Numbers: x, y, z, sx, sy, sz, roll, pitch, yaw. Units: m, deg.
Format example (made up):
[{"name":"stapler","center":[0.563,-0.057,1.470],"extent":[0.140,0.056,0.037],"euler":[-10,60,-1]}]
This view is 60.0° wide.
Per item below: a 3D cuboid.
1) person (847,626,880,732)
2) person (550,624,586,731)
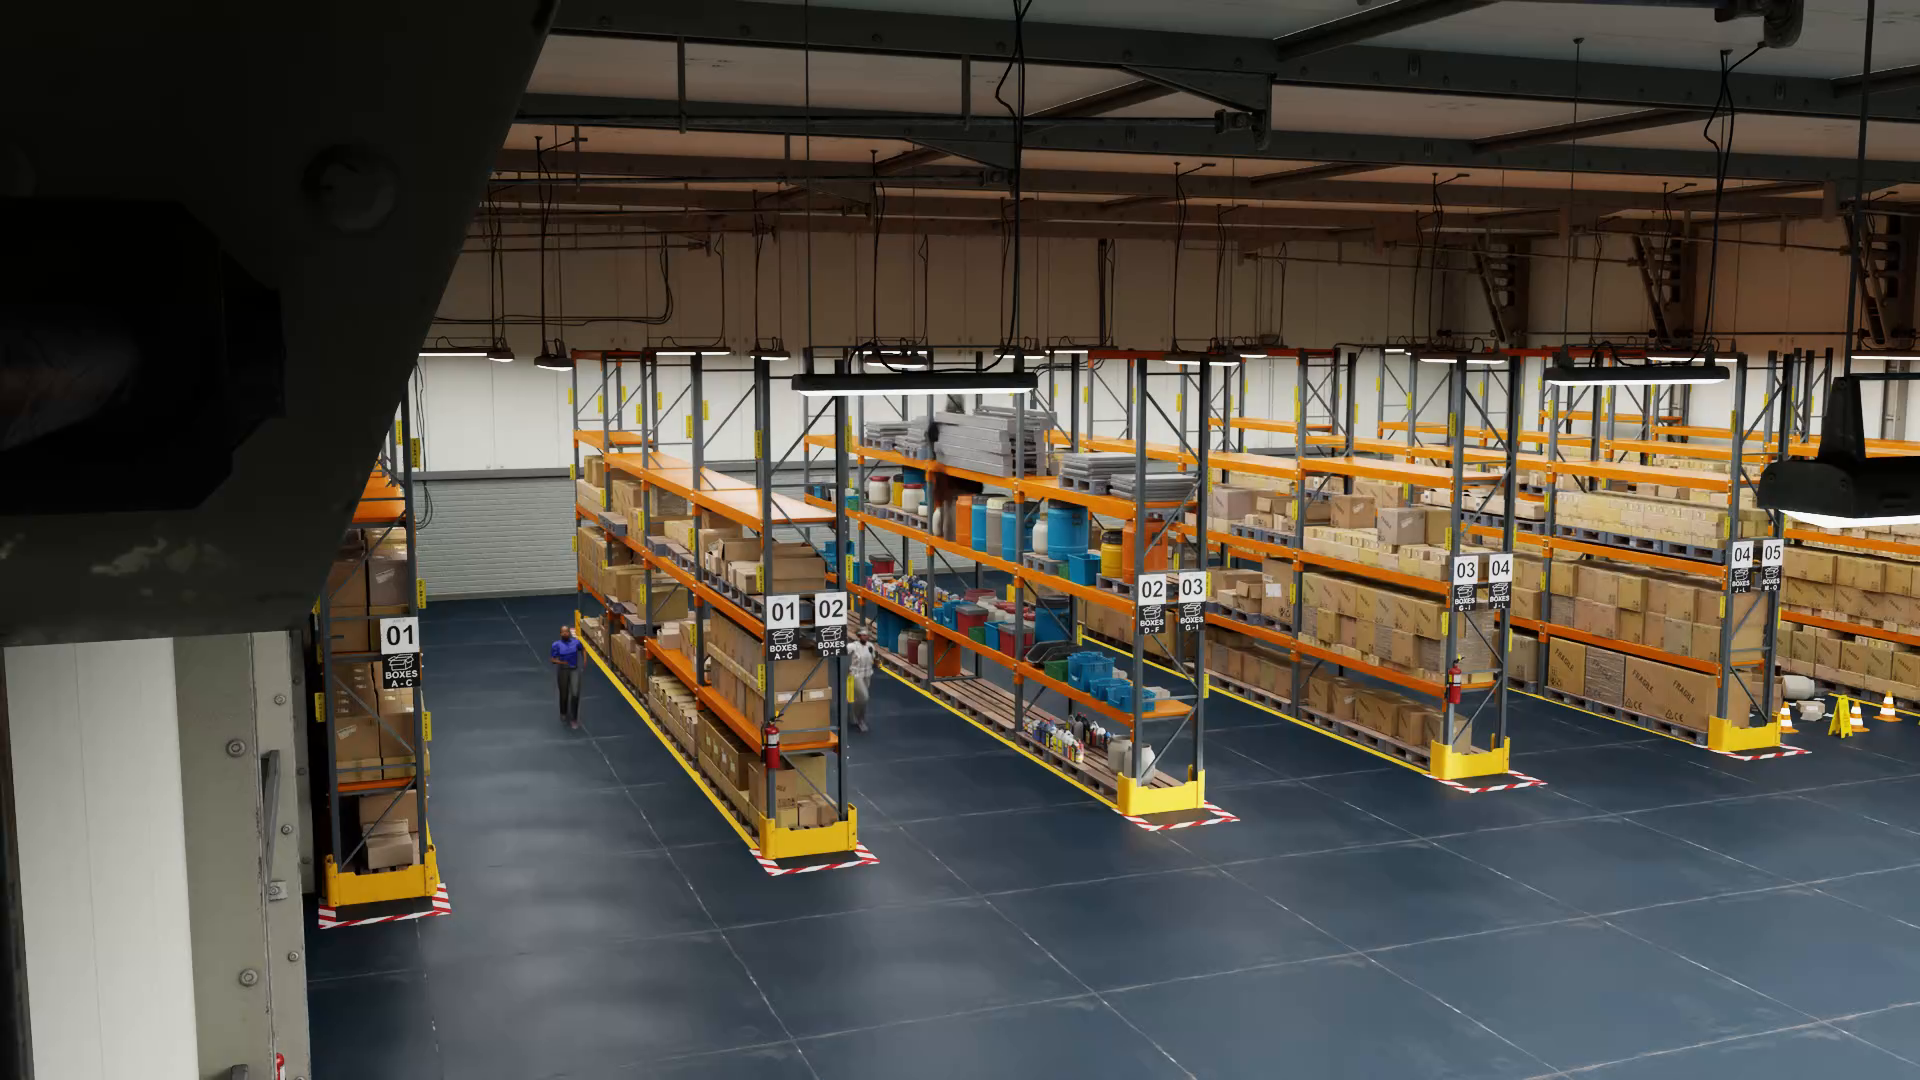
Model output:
[{"name":"person","center":[-1.585,2.215,26.585],"extent":[0.576,1.734,0.778],"euler":[-5,9,-37]},{"name":"person","center":[-6.316,2.202,26.856],"extent":[0.581,1.694,0.750],"euler":[-2,7,-15]}]
